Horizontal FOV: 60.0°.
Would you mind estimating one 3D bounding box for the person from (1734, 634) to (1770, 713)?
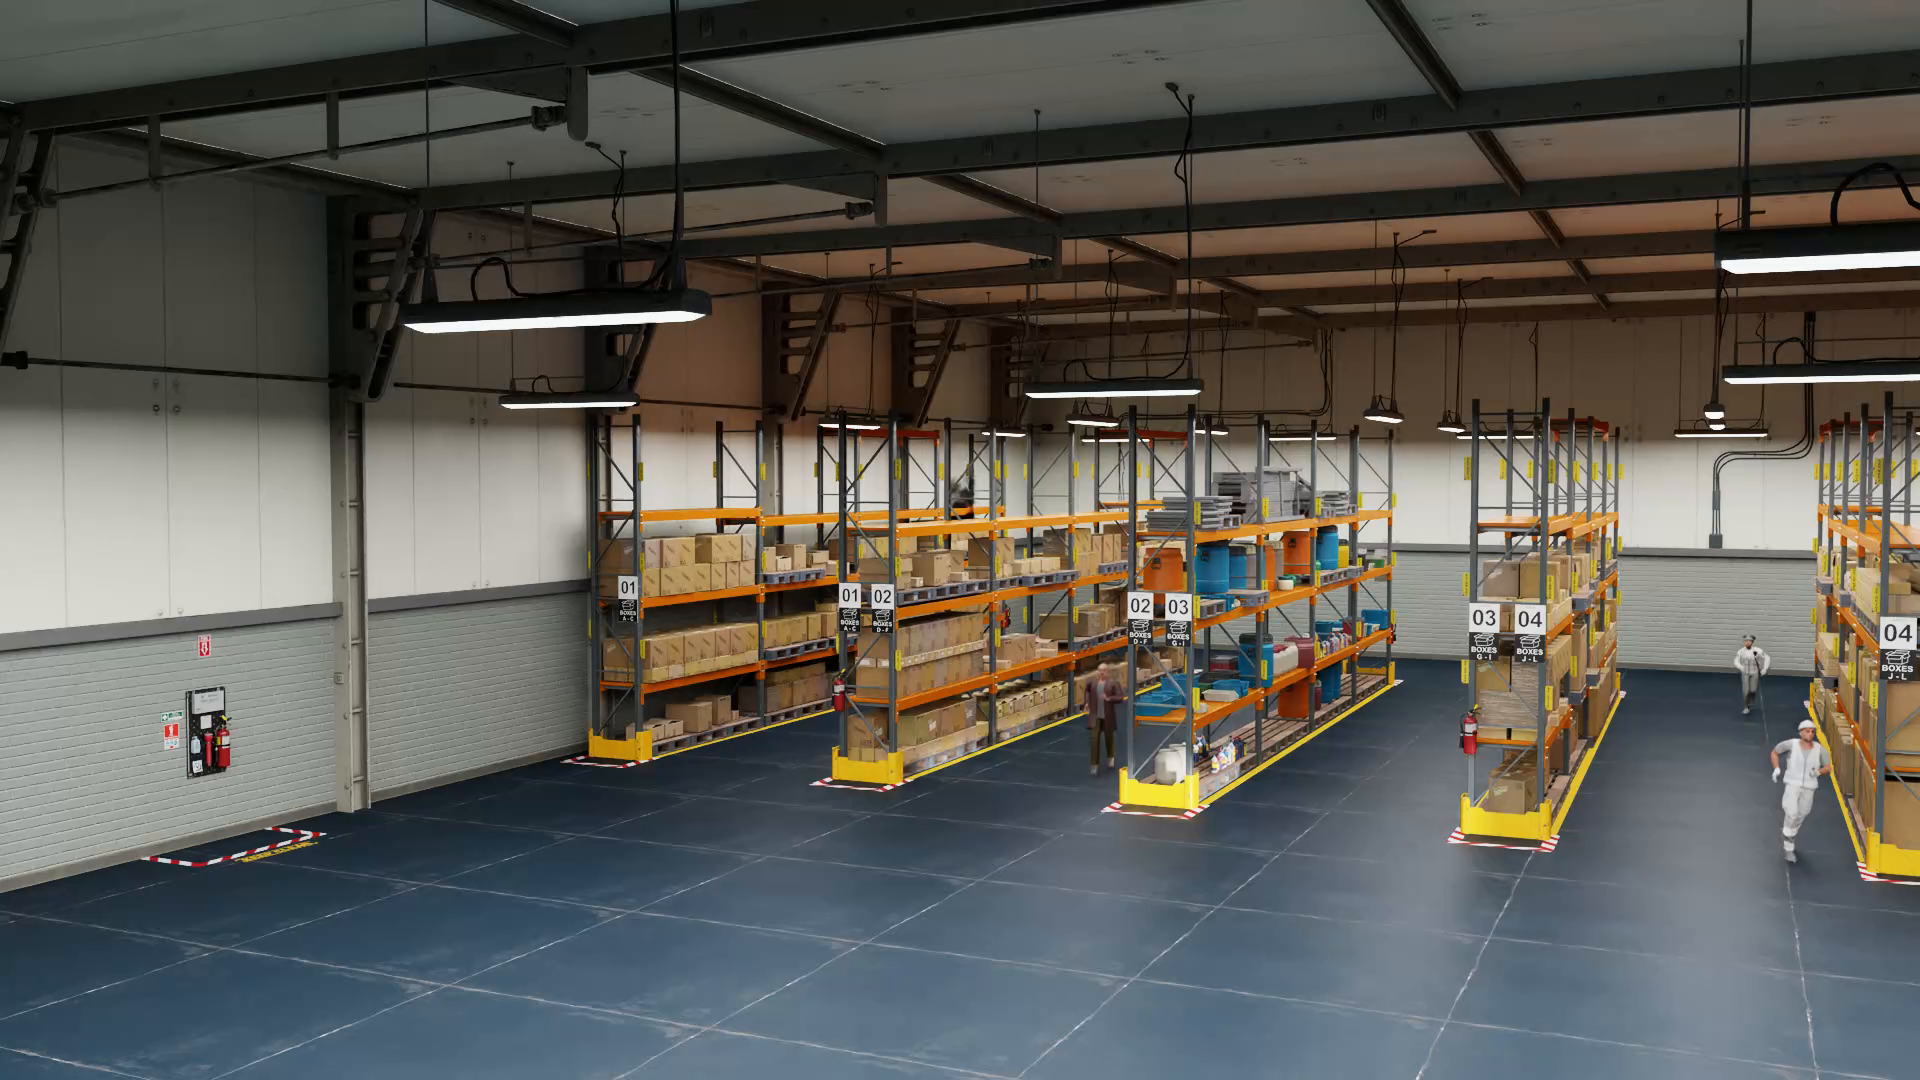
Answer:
[{"bbox_3d":[16.308,2.769,34.298,0.648,1.657,0.645,2,3,33],"label":"person"}]

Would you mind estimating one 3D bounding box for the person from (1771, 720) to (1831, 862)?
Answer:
[{"bbox_3d":[10.940,3.245,21.636,0.688,1.838,0.848,1,2,13],"label":"person"}]

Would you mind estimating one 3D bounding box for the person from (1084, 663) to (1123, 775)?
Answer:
[{"bbox_3d":[2.374,2.943,27.674,0.691,1.781,1.045,1,2,14],"label":"person"}]
